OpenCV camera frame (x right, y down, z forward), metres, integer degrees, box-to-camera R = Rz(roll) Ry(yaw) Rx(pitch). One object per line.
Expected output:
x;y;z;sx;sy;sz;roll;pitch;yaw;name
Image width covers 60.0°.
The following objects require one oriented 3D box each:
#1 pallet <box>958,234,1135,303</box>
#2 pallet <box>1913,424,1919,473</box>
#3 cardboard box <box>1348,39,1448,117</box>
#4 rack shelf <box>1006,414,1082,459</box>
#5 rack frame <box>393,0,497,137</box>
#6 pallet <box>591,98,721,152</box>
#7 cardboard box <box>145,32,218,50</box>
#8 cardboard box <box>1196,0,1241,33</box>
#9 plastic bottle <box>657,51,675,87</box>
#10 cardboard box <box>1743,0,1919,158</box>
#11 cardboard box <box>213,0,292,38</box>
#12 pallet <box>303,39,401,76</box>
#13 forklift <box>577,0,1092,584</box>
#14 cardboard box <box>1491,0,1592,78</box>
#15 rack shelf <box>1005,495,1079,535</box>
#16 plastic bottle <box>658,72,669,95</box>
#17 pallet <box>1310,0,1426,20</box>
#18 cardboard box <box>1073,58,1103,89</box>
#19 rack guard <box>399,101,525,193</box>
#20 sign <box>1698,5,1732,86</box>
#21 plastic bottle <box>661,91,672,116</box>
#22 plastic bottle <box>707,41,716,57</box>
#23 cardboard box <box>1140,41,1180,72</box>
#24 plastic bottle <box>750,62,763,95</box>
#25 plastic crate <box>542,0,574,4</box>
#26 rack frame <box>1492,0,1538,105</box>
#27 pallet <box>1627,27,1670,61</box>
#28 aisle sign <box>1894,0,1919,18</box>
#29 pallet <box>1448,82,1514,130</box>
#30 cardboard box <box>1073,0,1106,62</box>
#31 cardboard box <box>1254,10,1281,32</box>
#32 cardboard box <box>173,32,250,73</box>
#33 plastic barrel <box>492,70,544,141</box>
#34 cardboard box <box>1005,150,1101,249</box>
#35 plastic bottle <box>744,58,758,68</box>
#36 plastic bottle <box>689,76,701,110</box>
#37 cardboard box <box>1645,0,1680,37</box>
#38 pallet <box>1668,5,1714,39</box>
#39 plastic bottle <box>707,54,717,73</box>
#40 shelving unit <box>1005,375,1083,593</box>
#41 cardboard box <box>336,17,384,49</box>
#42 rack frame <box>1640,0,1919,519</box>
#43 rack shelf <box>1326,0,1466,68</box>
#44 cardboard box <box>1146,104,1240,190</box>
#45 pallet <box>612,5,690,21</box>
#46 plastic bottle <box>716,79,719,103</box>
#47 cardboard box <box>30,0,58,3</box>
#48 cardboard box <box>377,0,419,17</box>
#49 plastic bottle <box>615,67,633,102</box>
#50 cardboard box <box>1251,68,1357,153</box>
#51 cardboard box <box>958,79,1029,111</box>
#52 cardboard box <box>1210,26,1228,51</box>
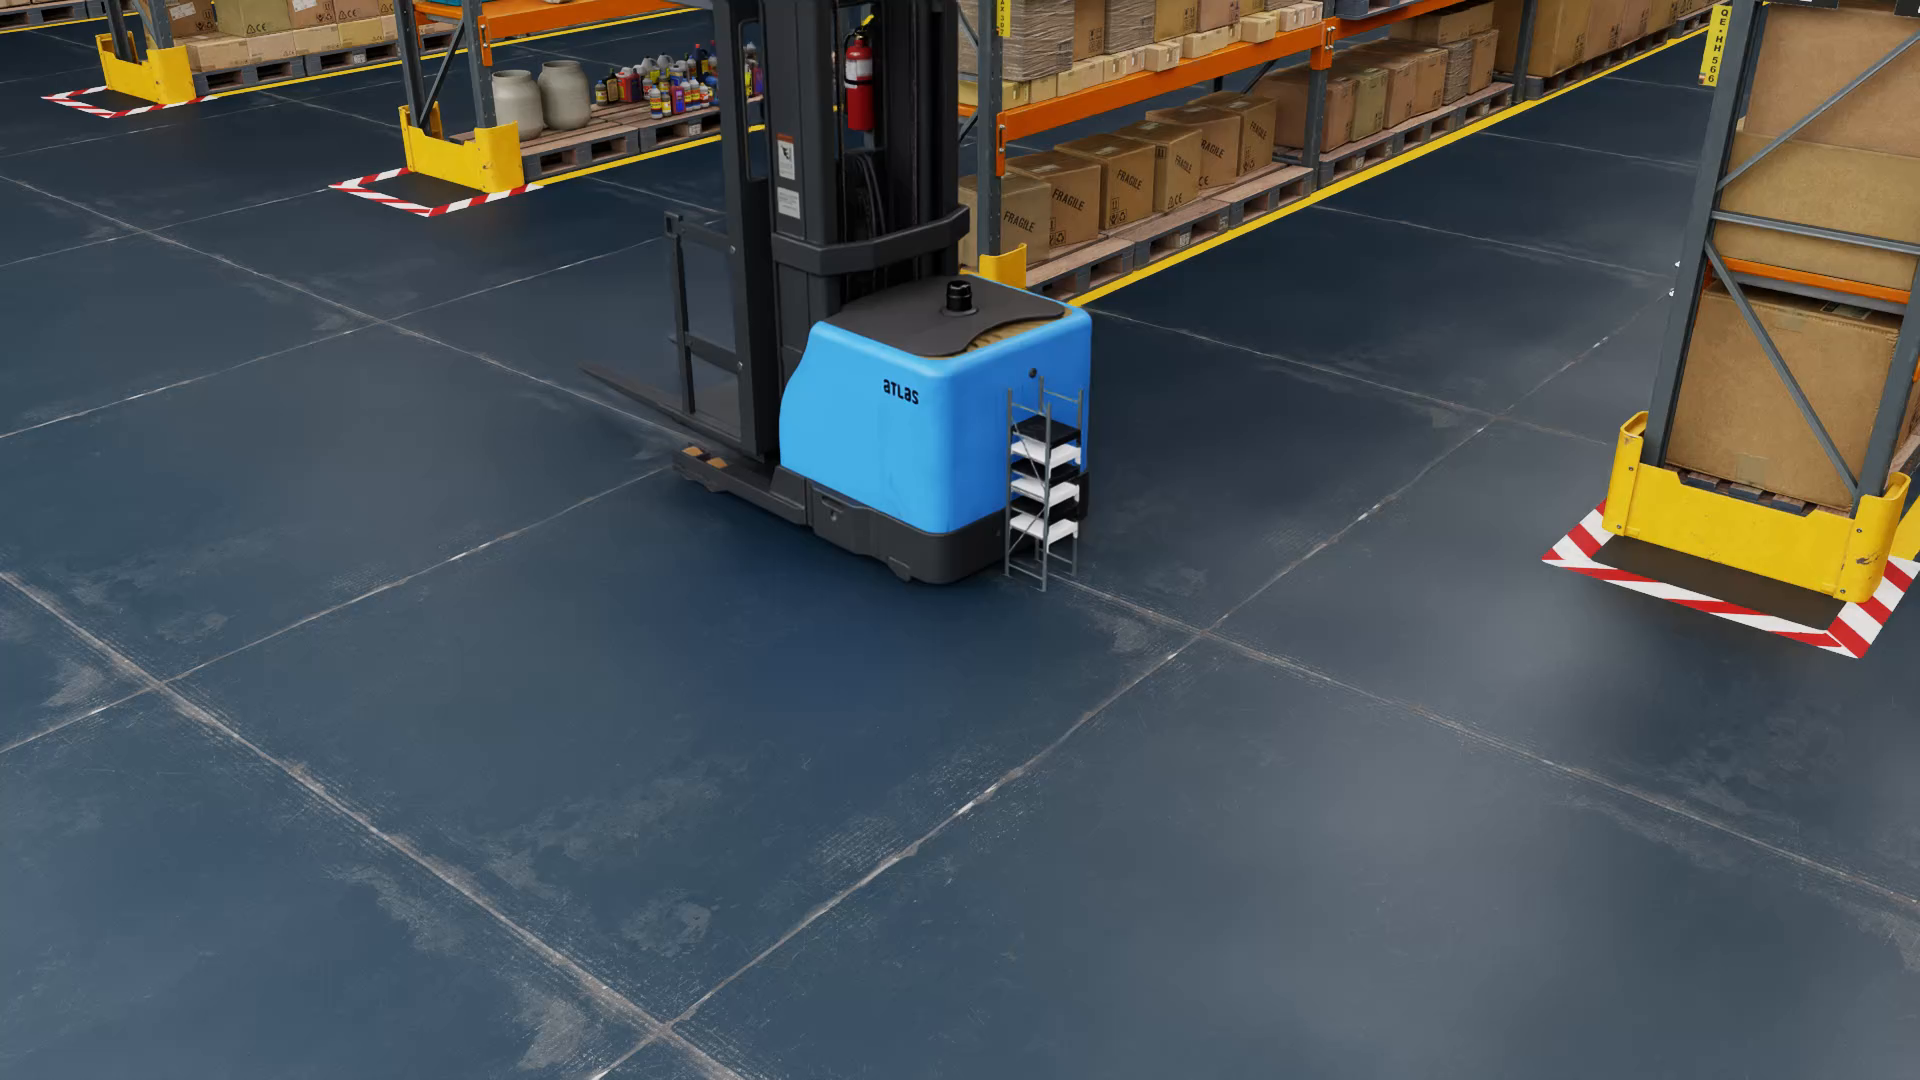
0.415;-1.837;11.071;1.003;0.211;1.213;21;34;34;pallet
4.810;-0.784;9.036;1.003;0.211;1.213;21;34;34;pallet
3.803;-4.046;14.548;0.700;0.500;0.500;24;36;38;cardboard box
0.360;-0.448;7.122;0.258;0.077;0.200;24;36;38;rack shelf
-3.999;-4.218;12.640;1.000;3.000;0.127;21;34;34;rack frame
-2.690;-3.738;14.745;1.003;0.211;1.213;21;34;34;pallet
-7.706;-4.909;16.511;0.500;0.250;0.500;21;34;34;cardboard box
1.448;-3.850;11.496;0.875;0.500;0.500;21;34;34;cardboard box
-2.679;-4.273;15.149;0.144;0.351;0.185;20;34;34;plastic bottle
3.852;-1.952;6.920;0.875;0.550;0.550;21;34;34;cardboard box
-6.989;-5.269;16.389;0.500;0.500;0.500;21;34;34;cardboard box
-6.588;-5.143;17.462;1.003;0.211;1.213;21;34;34;pallet
-0.795;-1.687;7.822;3.031;2.935;1.130;25;36;39;forklift
5.367;-5.089;16.178;1.225;0.875;0.875;19;33;32;cardboard box
0.360;-0.128;7.287;0.258;0.077;0.200;24;36;38;rack shelf
-2.676;-4.121;15.018;0.097;0.201;0.097;0;27;0;plastic bottle
2.966;-4.332;13.069;1.003;0.211;1.213;21;34;34;pallet
0.676;-2.953;10.467;0.380;0.149;0.250;21;34;34;cardboard box
-3.987;-3.149;13.293;1.175;0.500;0.348;21;34;34;rack guard
3.176;-2.068;6.966;0.100;0.325;0.005;21;34;34;sign
-2.539;-3.759;14.319;0.097;0.201;0.097;0;27;0;plastic bottle
-2.288;-4.491;15.570;0.144;0.351;0.185;22;34;36;plastic bottle
1.217;-3.194;10.933;0.380;0.149;0.250;21;34;34;cardboard box
-1.835;-4.175;15.033;0.061;0.283;0.133;23;35;38;plastic bottle
-3.181;-4.325;13.132;0.298;0.136;0.250;21;34;34;plastic crate
4.912;-5.607;15.325;1.000;3.000;0.127;21;34;34;rack frame
7.023;-5.491;18.135;1.003;0.211;1.213;21;34;34;pallet
3.772;-2.327;6.155;0.394;0.787;0.004;21;34;34;aisle sign
4.413;-4.092;15.431;1.003;0.211;1.213;21;34;34;pallet
0.419;-3.347;10.522;0.875;0.500;0.500;21;34;34;cardboard box
2.086;-3.758;12.024;0.380;0.149;0.250;21;34;34;cardboard box
-7.306;-4.758;16.218;0.500;0.250;0.500;21;34;34;cardboard box
-3.639;-3.556;13.609;0.421;0.512;0.421;0;27;0;plastic barrel
0.587;-2.286;11.167;0.500;0.500;0.500;-18;32;-31;cardboard box
-1.894;-4.276;15.237;0.152;0.276;0.135;21;34;34;plastic bottle
-2.324;-3.911;14.536;0.097;0.271;0.097;0;27;0;plastic bottle
7.064;-6.036;18.008;1.225;0.875;0.875;21;34;35;cardboard box
8.000;-6.034;19.184;1.003;0.211;1.213;21;34;34;pallet
-2.287;-4.369;15.421;0.097;0.271;0.097;0;27;0;plastic bottle
0.360;-0.238;7.231;0.258;0.900;0.210;24;36;38;shelving unit
-6.351;-5.289;17.245;0.500;0.250;0.500;21;34;34;cardboard box
3.586;-1.286;6.970;1.000;3.000;0.127;21;34;34;rack frame
3.639;-4.579;14.119;1.077;0.370;4.000;21;34;34;rack shelf
1.723;-2.930;12.413;0.500;0.500;0.500;-16;31;-28;cardboard box
-4.060;-6.554;20.190;1.003;0.211;1.213;21;34;34;pallet
-2.130;-3.988;14.761;0.097;0.201;0.097;0;27;0;plastic bottle
-10.771;-6.536;19.568;0.500;0.311;0.500;24;36;38;cardboard box
-6.043;-5.803;17.423;0.500;0.500;0.500;21;34;34;cardboard box
-2.988;-4.065;14.828;0.152;0.276;0.135;21;34;35;plastic bottle
2.774;-3.486;13.465;0.700;0.500;0.500;18;32;31;cardboard box
0.188;-2.691;9.960;0.380;0.149;0.250;21;34;34;cardboard box
1.624;-3.487;11.499;0.380;0.149;0.250;21;34;34;cardboard box
